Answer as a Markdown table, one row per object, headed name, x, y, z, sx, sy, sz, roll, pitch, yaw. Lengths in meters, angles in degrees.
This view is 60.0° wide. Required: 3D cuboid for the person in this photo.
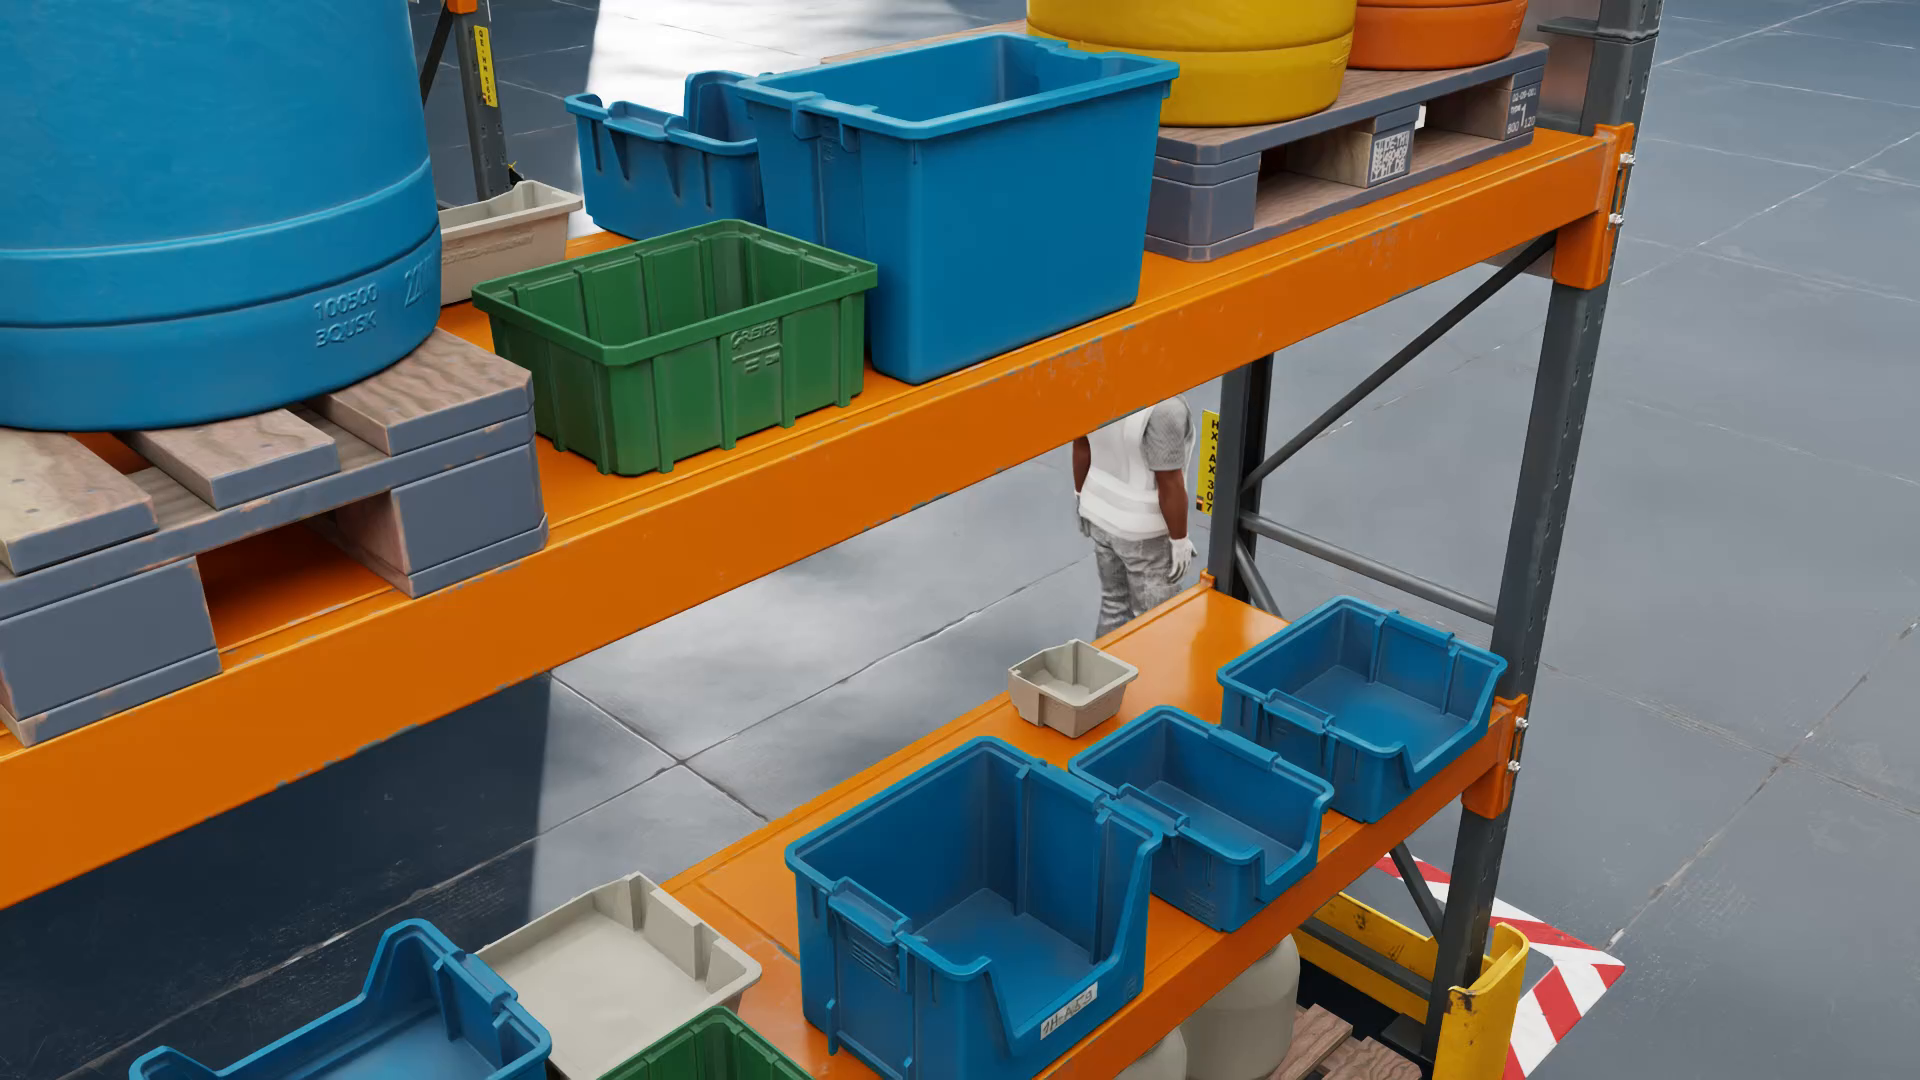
| name | x | y | z | sx | sy | sz | roll | pitch | yaw |
| --- | --- | --- | --- | --- | --- | --- | --- | --- | --- |
| person | 0.627 | -0.067 | 6.204 | 0.632 | 1.792 | 0.572 | -17 | 32 | -29 |
